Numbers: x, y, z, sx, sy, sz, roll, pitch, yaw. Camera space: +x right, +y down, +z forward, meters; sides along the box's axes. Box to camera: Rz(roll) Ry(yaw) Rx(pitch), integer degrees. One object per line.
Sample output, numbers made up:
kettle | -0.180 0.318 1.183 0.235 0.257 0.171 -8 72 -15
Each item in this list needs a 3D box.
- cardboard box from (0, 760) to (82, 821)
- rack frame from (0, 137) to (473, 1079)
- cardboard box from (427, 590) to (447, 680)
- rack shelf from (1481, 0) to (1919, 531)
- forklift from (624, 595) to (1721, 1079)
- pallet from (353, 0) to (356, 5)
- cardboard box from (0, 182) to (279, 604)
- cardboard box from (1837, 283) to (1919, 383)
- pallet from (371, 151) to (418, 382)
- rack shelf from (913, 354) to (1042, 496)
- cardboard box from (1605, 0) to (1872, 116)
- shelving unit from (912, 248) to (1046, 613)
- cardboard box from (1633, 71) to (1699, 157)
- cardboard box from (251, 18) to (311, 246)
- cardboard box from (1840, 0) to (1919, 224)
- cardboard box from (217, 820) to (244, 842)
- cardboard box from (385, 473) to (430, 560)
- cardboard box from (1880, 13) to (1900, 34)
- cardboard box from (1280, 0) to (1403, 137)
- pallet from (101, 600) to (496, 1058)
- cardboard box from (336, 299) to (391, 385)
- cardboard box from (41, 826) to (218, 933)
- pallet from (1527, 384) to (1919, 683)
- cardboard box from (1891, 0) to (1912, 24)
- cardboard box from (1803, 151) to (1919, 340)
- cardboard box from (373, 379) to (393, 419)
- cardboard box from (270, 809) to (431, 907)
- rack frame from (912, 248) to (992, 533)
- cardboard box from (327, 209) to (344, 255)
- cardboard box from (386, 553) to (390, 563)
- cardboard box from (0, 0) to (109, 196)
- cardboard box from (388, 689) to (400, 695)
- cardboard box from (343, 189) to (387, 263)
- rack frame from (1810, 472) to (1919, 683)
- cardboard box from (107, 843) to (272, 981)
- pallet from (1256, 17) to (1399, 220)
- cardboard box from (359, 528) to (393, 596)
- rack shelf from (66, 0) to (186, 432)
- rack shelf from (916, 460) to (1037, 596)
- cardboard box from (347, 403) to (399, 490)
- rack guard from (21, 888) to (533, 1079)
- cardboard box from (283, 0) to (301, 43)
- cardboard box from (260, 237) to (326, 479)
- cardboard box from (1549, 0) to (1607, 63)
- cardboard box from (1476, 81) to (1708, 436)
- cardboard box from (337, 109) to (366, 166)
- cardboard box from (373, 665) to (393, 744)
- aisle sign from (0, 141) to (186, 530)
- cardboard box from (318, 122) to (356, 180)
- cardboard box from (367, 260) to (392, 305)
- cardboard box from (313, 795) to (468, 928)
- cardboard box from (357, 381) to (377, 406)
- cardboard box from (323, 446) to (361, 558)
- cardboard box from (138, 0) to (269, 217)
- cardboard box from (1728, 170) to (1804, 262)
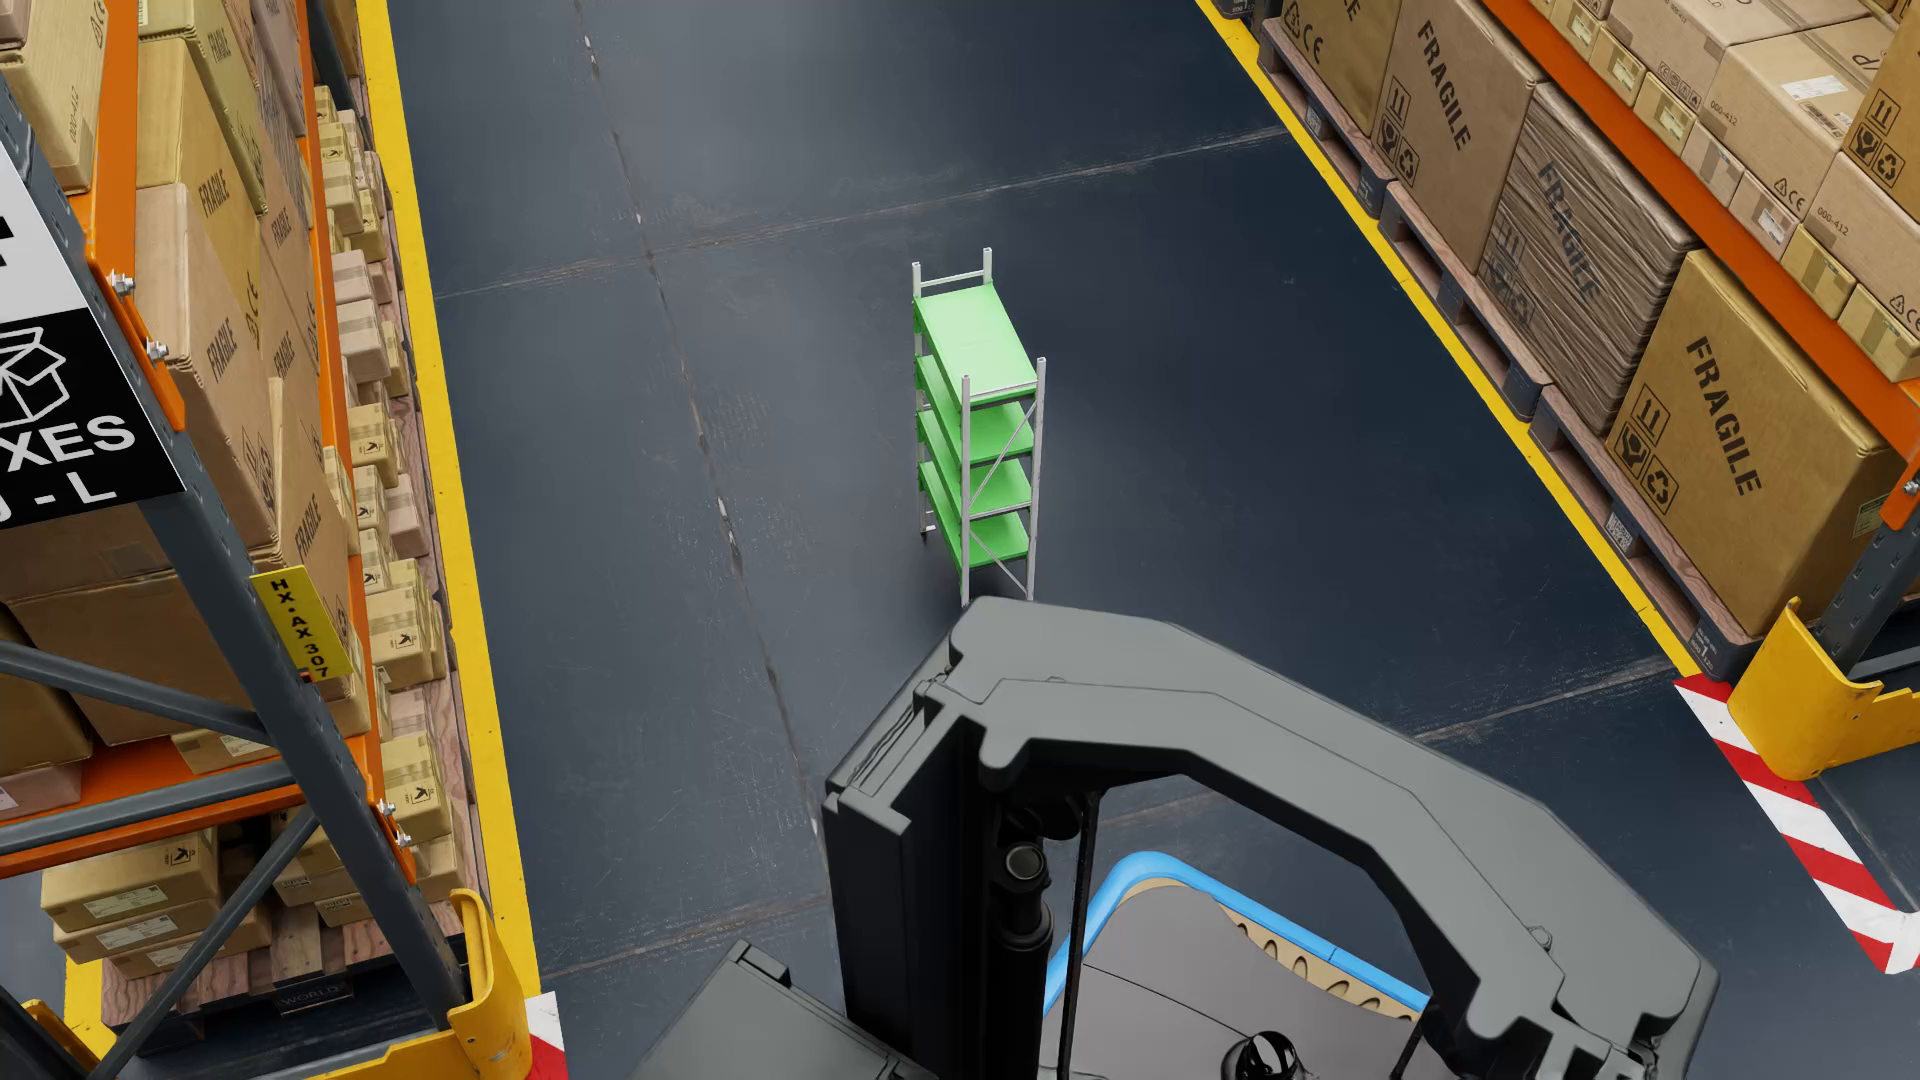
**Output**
cardboard box | -2.105 0.470 3.556 0.380 0.149 0.250 -13 51 -11
rack frame | -1.739 0.563 3.313 1.000 3.000 0.127 -13 51 -11
cardboard box | -1.794 0.328 5.102 0.380 0.149 0.250 -13 51 -11
rack shelf | 2.438 -1.713 5.703 1.077 0.370 4.000 -13 51 -11
forklift | 0.009 1.578 2.503 1.130 2.935 3.031 26 55 21
pallet | -3.518 -2.920 8.074 1.003 0.211 1.213 -13 51 -11
cardboard box | -1.618 -0.275 3.106 0.500 0.500 0.500 -14 51 -11
cardboard box | 2.609 -0.589 4.449 0.380 0.149 0.250 -12 51 -10
pallet | -2.689 -0.977 6.435 1.003 0.211 1.213 -13 51 -11
rack shelf | 0.049 -0.379 5.055 0.258 0.148 0.480 -13 51 -11
cardboard box | 2.332 -1.568 5.014 0.500 0.250 0.500 -15 51 -12
shelving unit | 0.049 -0.266 5.189 0.258 1.200 0.503 -13 51 -11
cardboard box | 2.306 -1.335 5.078 0.380 0.149 0.250 -14 51 -12
cardboard box | -2.080 -1.072 4.432 0.500 0.500 0.500 -15 51 -12
cardboard box | 2.634 -1.070 4.103 0.500 0.500 0.500 -13 51 -11
cardboard box | -2.193 0.727 4.571 0.380 0.149 0.250 -14 51 -12
cardboard box | -1.951 -0.039 5.411 0.380 0.149 0.250 -16 52 -13
cardboard box | 2.985 -1.322 4.806 0.500 0.250 0.500 -14 51 -11
cardboard box | 1.965 -2.356 6.889 0.875 0.875 0.875 -13 51 -11
pallet | -1.968 0.805 4.933 1.003 0.211 1.213 -13 51 -11
cardboard box | -2.112 -0.629 5.520 0.380 0.149 0.250 -15 51 -12
cardboard box | -2.137 0.826 4.293 0.380 0.149 0.250 -13 51 -11
pallet | 2.718 -0.152 5.740 1.003 0.211 1.213 -13 51 -11
cardboard box | 2.997 -1.550 4.508 0.500 0.500 0.500 -14 51 -12
cardboard box | 2.632 -0.826 4.388 0.500 0.250 0.500 -14 51 -12
cardboard box | -2.161 -0.404 5.718 0.380 0.149 0.250 -12 51 -10
cardboard box | -1.648 0.810 4.500 0.380 0.149 0.250 -11 51 -9
rack frame | -0.023 -0.444 5.340 0.240 1.200 0.015 -13 51 -11
cardboard box | -2.372 -1.000 5.832 0.380 0.149 0.250 -12 51 -10
cardboard box | -1.974 0.054 5.138 0.380 0.149 0.250 -16 52 -13
cardboard box | -1.627 -0.741 2.549 0.500 0.250 0.500 -12 51 -10
cardboard box | -1.832 0.439 4.814 0.380 0.149 0.250 -13 51 -11
cardboard box | -2.337 -1.126 6.133 0.380 0.149 0.250 -15 51 -12
rack frame | 3.029 -0.484 4.196 1.000 3.000 0.127 -13 51 -11
cardboard box | -2.094 1.010 4.527 0.380 0.149 0.250 -13 51 -10
pallet | 1.997 -1.934 7.242 1.003 0.211 1.213 -13 51 -11
cardboard box | -1.870 0.146 4.866 0.380 0.149 0.250 -16 52 -13
rack shelf | -2.330 -1.632 3.673 1.077 0.370 4.000 -13 51 -11
rack shelf | 0.049 -0.070 5.422 0.258 0.148 0.480 -13 51 -11
cardboard box | -1.977 -0.261 5.209 0.380 0.149 0.250 -13 51 -10
rack guard | -1.761 1.313 4.316 1.175 0.500 0.348 -13 51 -11
cardboard box | -2.356 -1.817 5.060 0.500 0.500 0.500 -15 51 -12
cardboard box | -1.790 -0.340 3.815 0.500 0.500 0.500 -13 51 -11
cardboard box | 2.158 -1.706 5.390 0.380 0.149 0.250 -12 51 -10
cardboard box | 2.495 -1.049 5.787 0.875 0.875 0.875 -13 51 -11
cardboard box | -2.525 -1.512 6.458 0.380 0.149 0.250 -12 51 -10
cardboard box | -1.766 0.521 4.549 0.380 0.149 0.250 -12 51 -10
aisle sign | -1.431 -0.289 2.332 0.394 0.787 0.004 -13 51 -11
cardboard box | -2.454 -1.388 6.159 0.380 0.149 0.250 -13 51 -11
cardboard box | -2.343 -0.978 6.203 0.380 0.149 0.250 -15 51 -12
cardboard box | -1.588 0.892 4.626 0.380 0.149 0.250 -12 51 -10
cardboard box | -2.202 -0.539 5.637 0.380 0.149 0.250 -16 52 -13
cardboard box | -1.665 -0.052 3.996 0.380 0.149 0.250 -15 51 -12
cardboard box | -1.906 -1.027 3.740 0.500 0.500 0.500 -14 51 -12
cardboard box | 2.457 -0.963 4.764 0.380 0.149 0.250 -13 51 -11
